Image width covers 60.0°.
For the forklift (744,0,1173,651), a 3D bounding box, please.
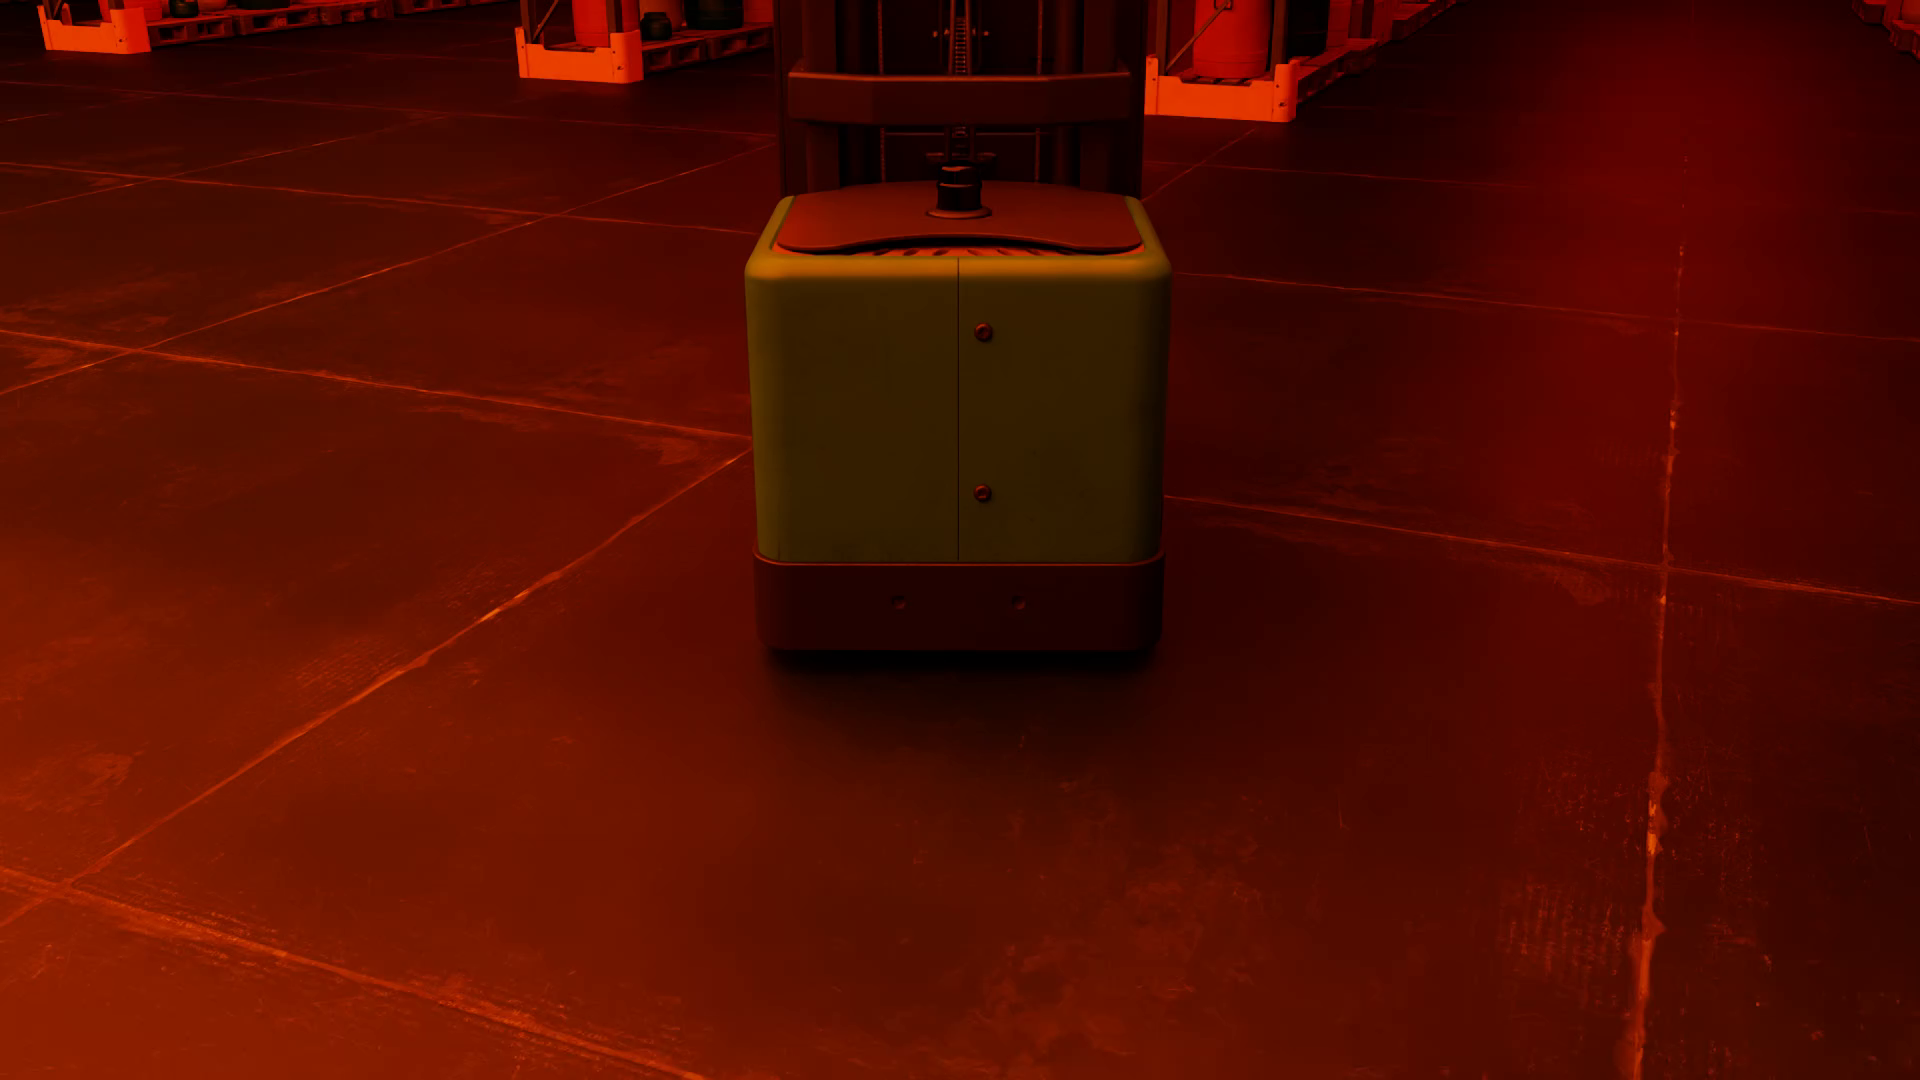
[{"bbox_3d":[0.002,-1.587,5.089,1.130,2.935,3.031,0,23,0],"label":"forklift"}]
